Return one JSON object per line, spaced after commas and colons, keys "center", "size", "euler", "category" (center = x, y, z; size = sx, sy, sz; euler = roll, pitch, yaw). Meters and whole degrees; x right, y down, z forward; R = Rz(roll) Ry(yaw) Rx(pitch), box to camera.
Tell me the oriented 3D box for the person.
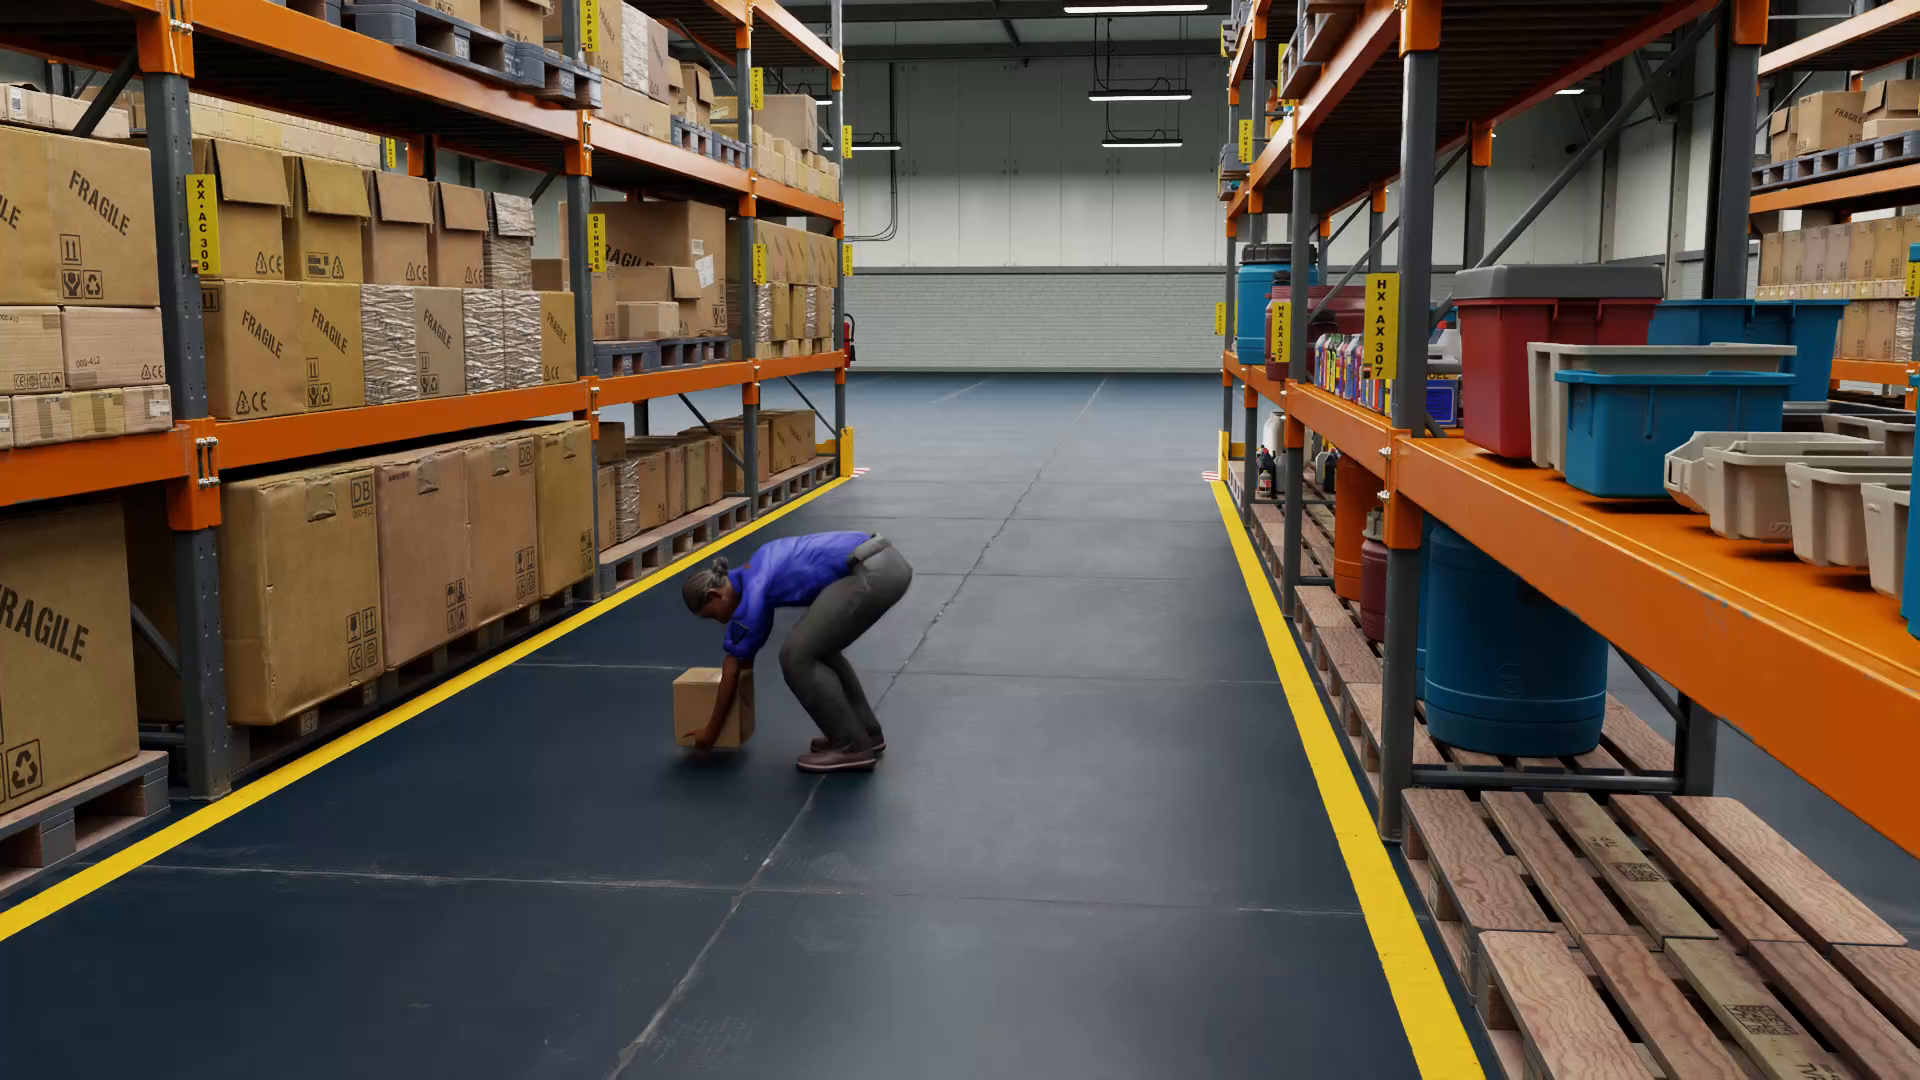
{"center": [-0.615, 0.403, 6.257], "size": [0.866, 0.877, 0.462], "euler": [0, 8, 3], "category": "person"}
